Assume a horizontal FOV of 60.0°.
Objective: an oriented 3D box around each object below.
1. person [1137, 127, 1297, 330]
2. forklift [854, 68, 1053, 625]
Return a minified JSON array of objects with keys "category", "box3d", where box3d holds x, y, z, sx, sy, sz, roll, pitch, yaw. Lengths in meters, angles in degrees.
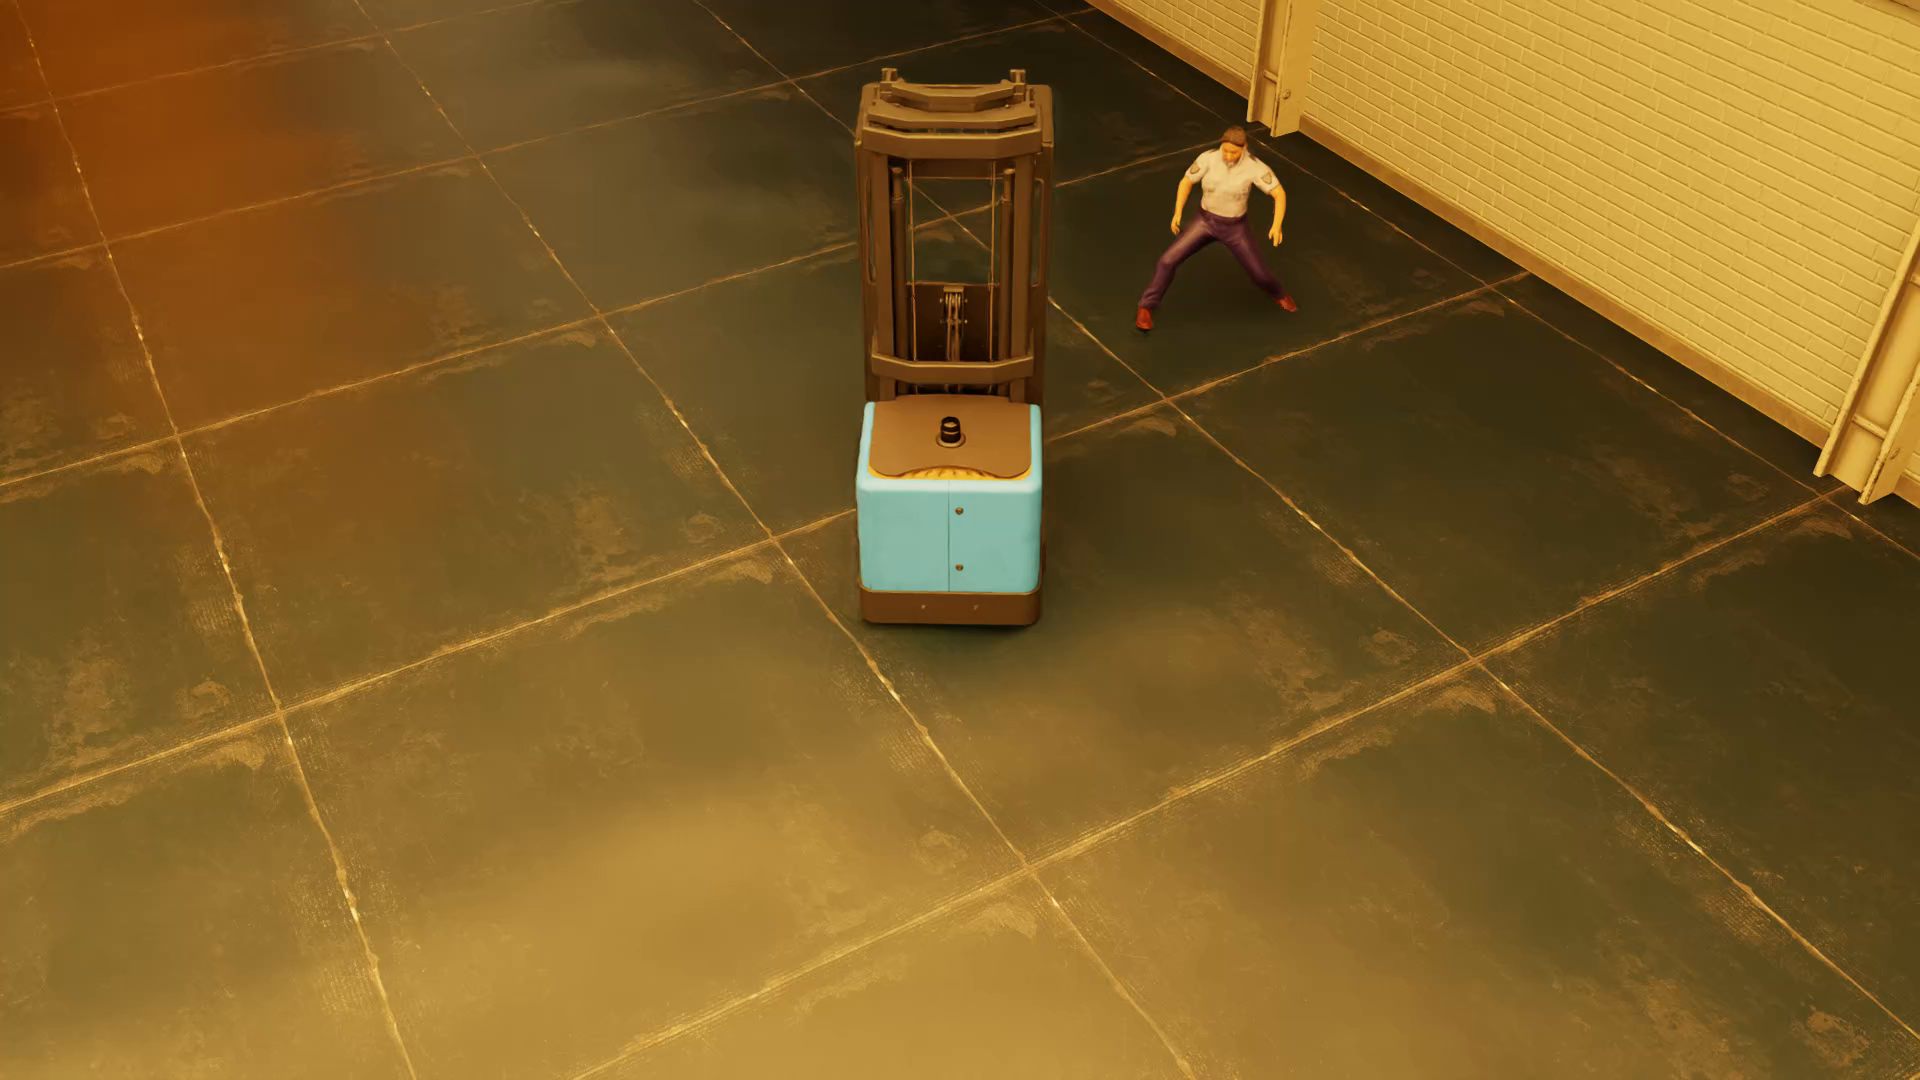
[{"category":"person","box3d":[1.902,-2.221,11.890,1.058,1.502,0.939,16,42,18]},{"category":"forklift","box3d":[-0.027,-1.551,9.906,1.130,2.935,3.031,1,40,1]}]
